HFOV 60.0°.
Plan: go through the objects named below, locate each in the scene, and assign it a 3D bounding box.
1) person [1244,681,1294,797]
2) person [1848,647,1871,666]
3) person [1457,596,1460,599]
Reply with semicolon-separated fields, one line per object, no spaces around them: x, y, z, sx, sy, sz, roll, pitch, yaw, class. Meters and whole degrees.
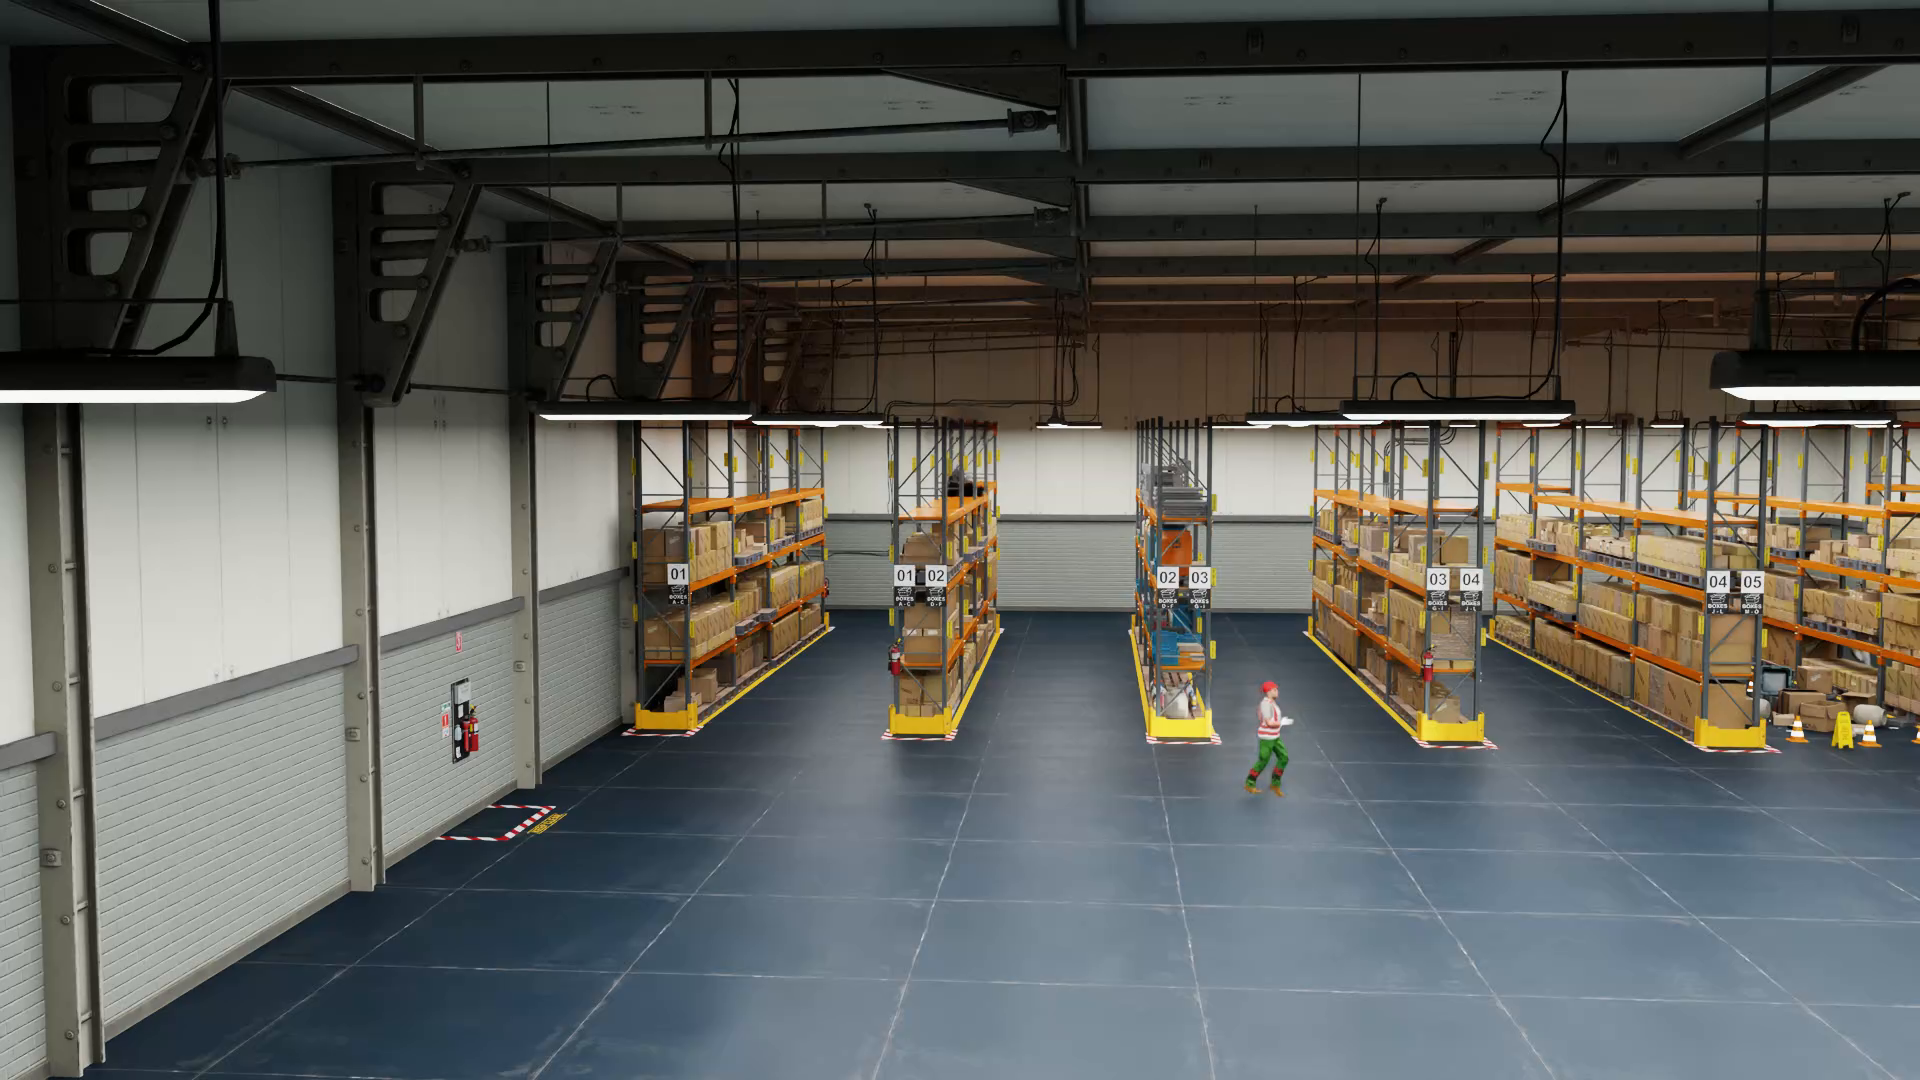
4.843;3.131;26.007;0.777;1.852;0.664;2;4;26;person
21.650;2.245;39.927;0.672;1.759;0.629;0;4;3;person
13.816;1.799;46.970;0.928;1.726;0.706;-2;4;-26;person
